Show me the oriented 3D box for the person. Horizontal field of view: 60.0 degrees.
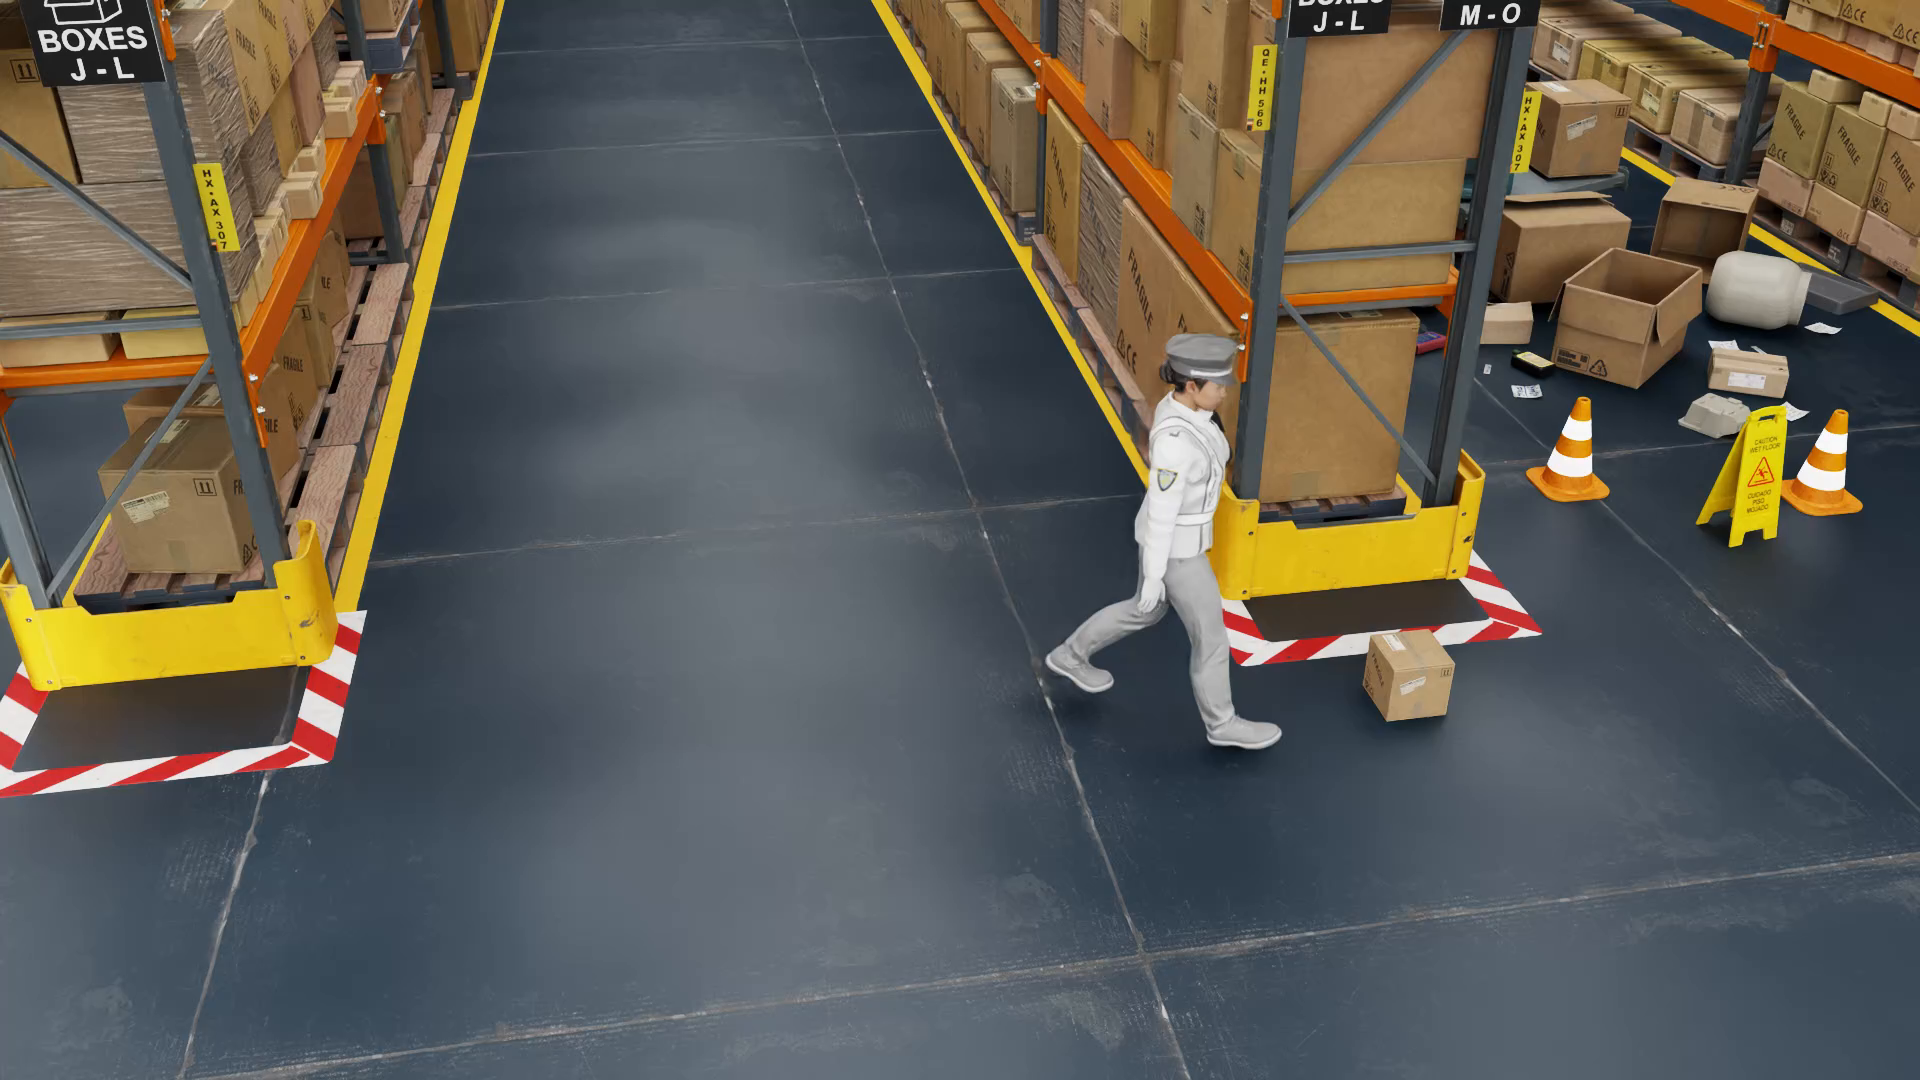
[{"bbox_3d":[0.826,0.009,6.110,0.859,1.640,0.521,5,31,9],"label":"person"}]
